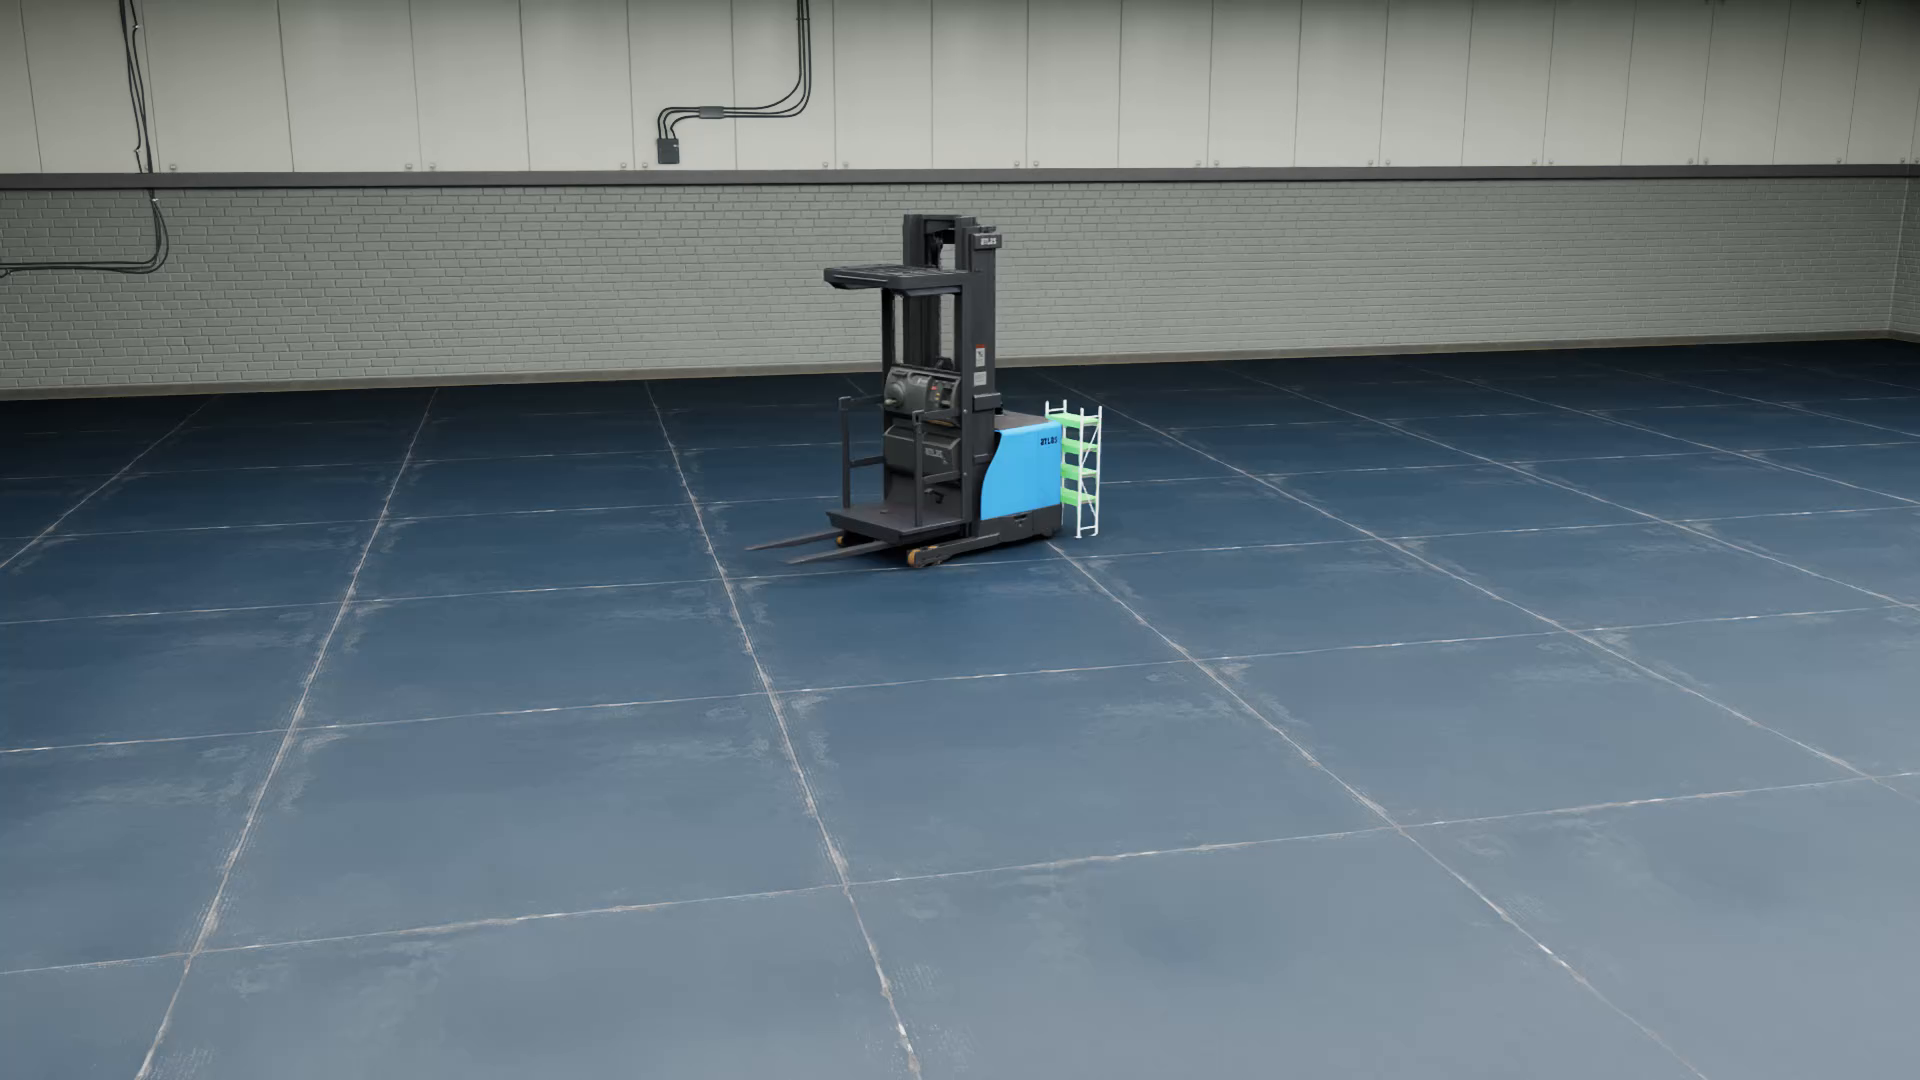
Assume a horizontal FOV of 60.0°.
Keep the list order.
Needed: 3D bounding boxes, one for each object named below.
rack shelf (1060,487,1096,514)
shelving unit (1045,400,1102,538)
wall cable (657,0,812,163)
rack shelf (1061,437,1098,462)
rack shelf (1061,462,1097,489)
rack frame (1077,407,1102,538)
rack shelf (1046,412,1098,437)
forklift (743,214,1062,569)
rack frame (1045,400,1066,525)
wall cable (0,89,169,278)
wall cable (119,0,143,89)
[{"bbox_3d":[1.031,-0.368,15.498,0.258,0.148,0.480,-9,17,-37],"label":"rack shelf"},{"bbox_3d":[1.035,-0.664,15.429,0.258,1.200,0.503,-9,17,-37],"label":"shelving unit"},{"bbox_3d":[-3.322,-8.533,24.049,2.305,6.003,0.169,-3,14,-13],"label":"wall cable"},{"bbox_3d":[1.038,-0.835,15.389,0.258,0.148,0.480,-9,17,-37],"label":"rack shelf"},{"bbox_3d":[1.034,-0.601,15.443,0.258,0.148,0.480,-9,17,-37],"label":"rack shelf"},{"bbox_3d":[1.185,-0.618,15.241,0.240,1.200,0.015,-9,17,-37],"label":"rack frame"},{"bbox_3d":[1.041,-1.069,15.334,0.258,0.148,0.480,-9,17,-37],"label":"rack shelf"},{"bbox_3d":[-0.488,-1.317,14.463,3.031,2.935,1.130,-12,18,-41],"label":"forklift"},{"bbox_3d":[0.886,-0.709,15.616,0.240,1.200,0.015,-9,17,-37],"label":"rack frame"},{"bbox_3d":[-12.554,-4.847,22.670,3.097,2.526,0.112,-3,14,-13],"label":"wall cable"},{"bbox_3d":[-9.924,-7.451,22.688,3.097,2.526,0.112,-3,14,-13],"label":"wall cable"}]
